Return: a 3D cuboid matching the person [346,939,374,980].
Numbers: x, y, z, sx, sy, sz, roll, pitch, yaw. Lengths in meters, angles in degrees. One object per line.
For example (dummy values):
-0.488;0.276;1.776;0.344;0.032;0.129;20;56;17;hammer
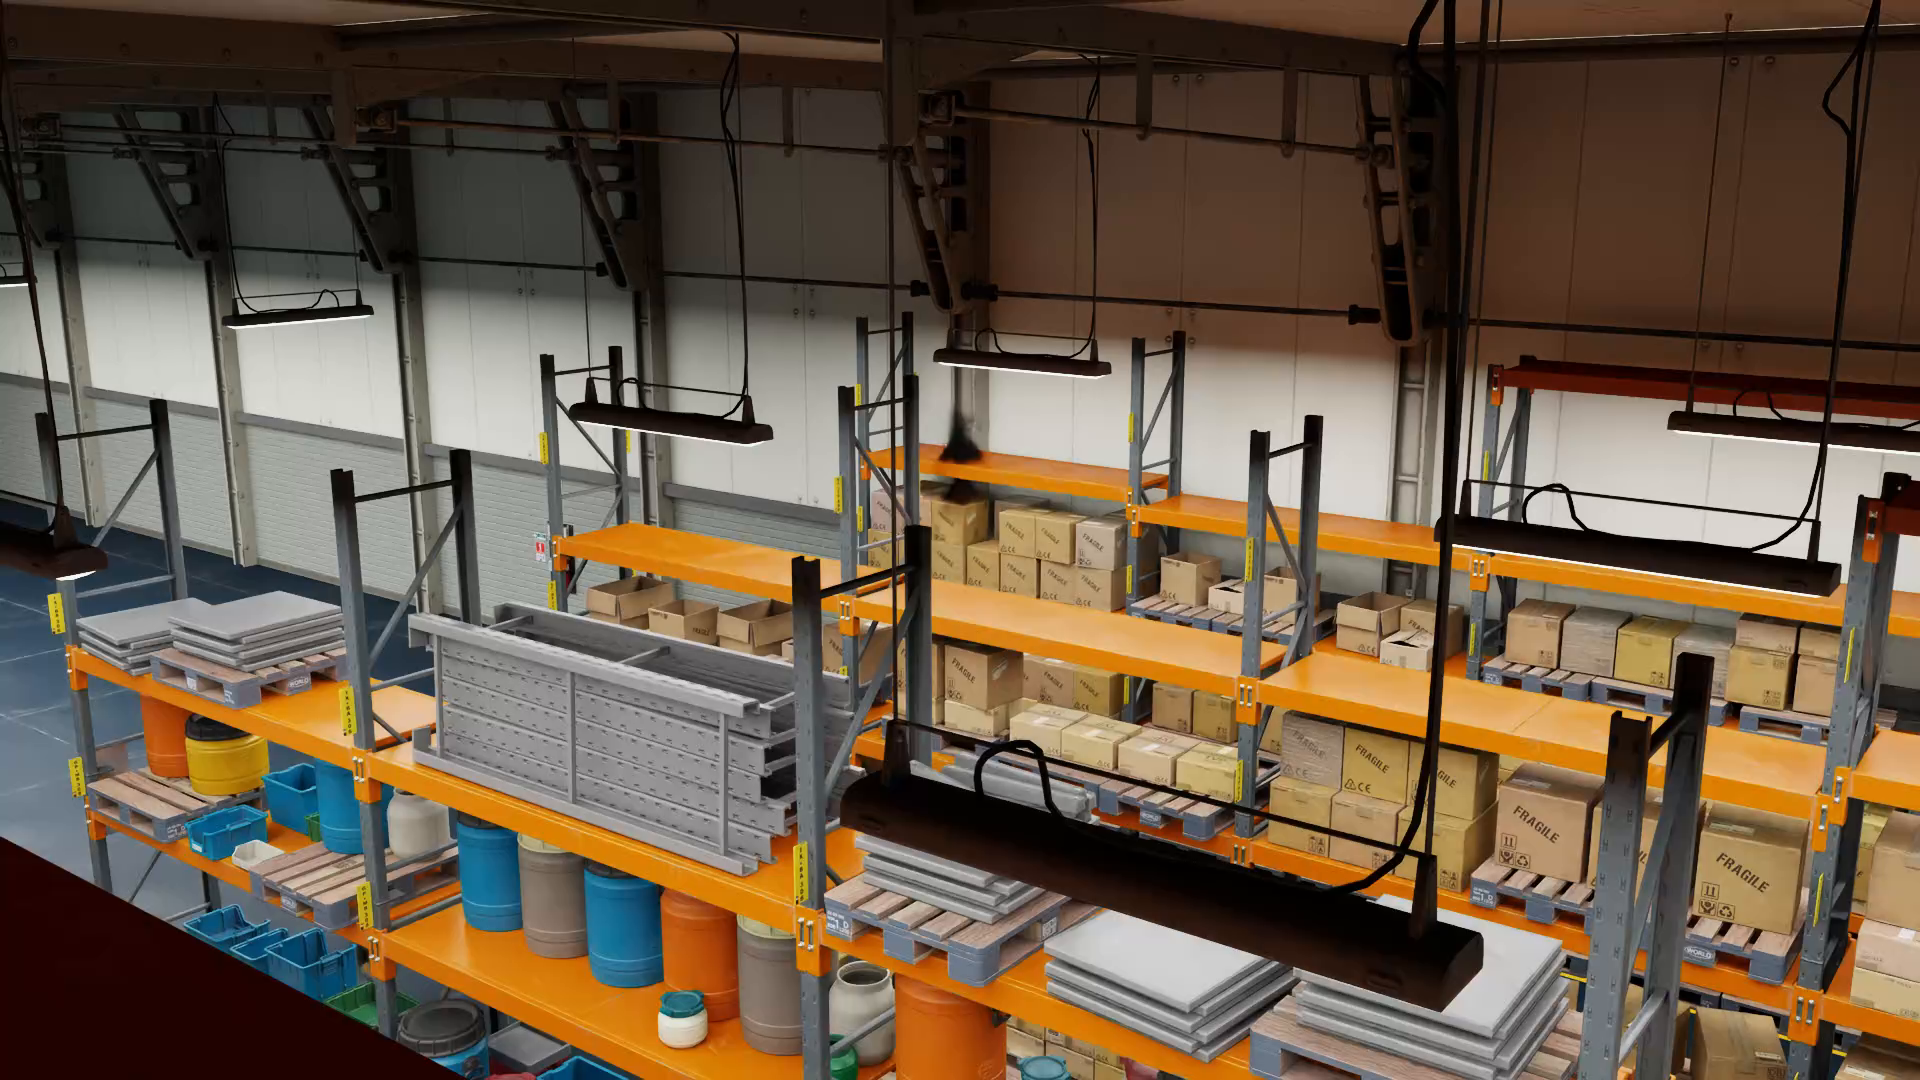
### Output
-5.616;3.763;15.731;0.625;1.509;0.673;-13;18;-43;person
